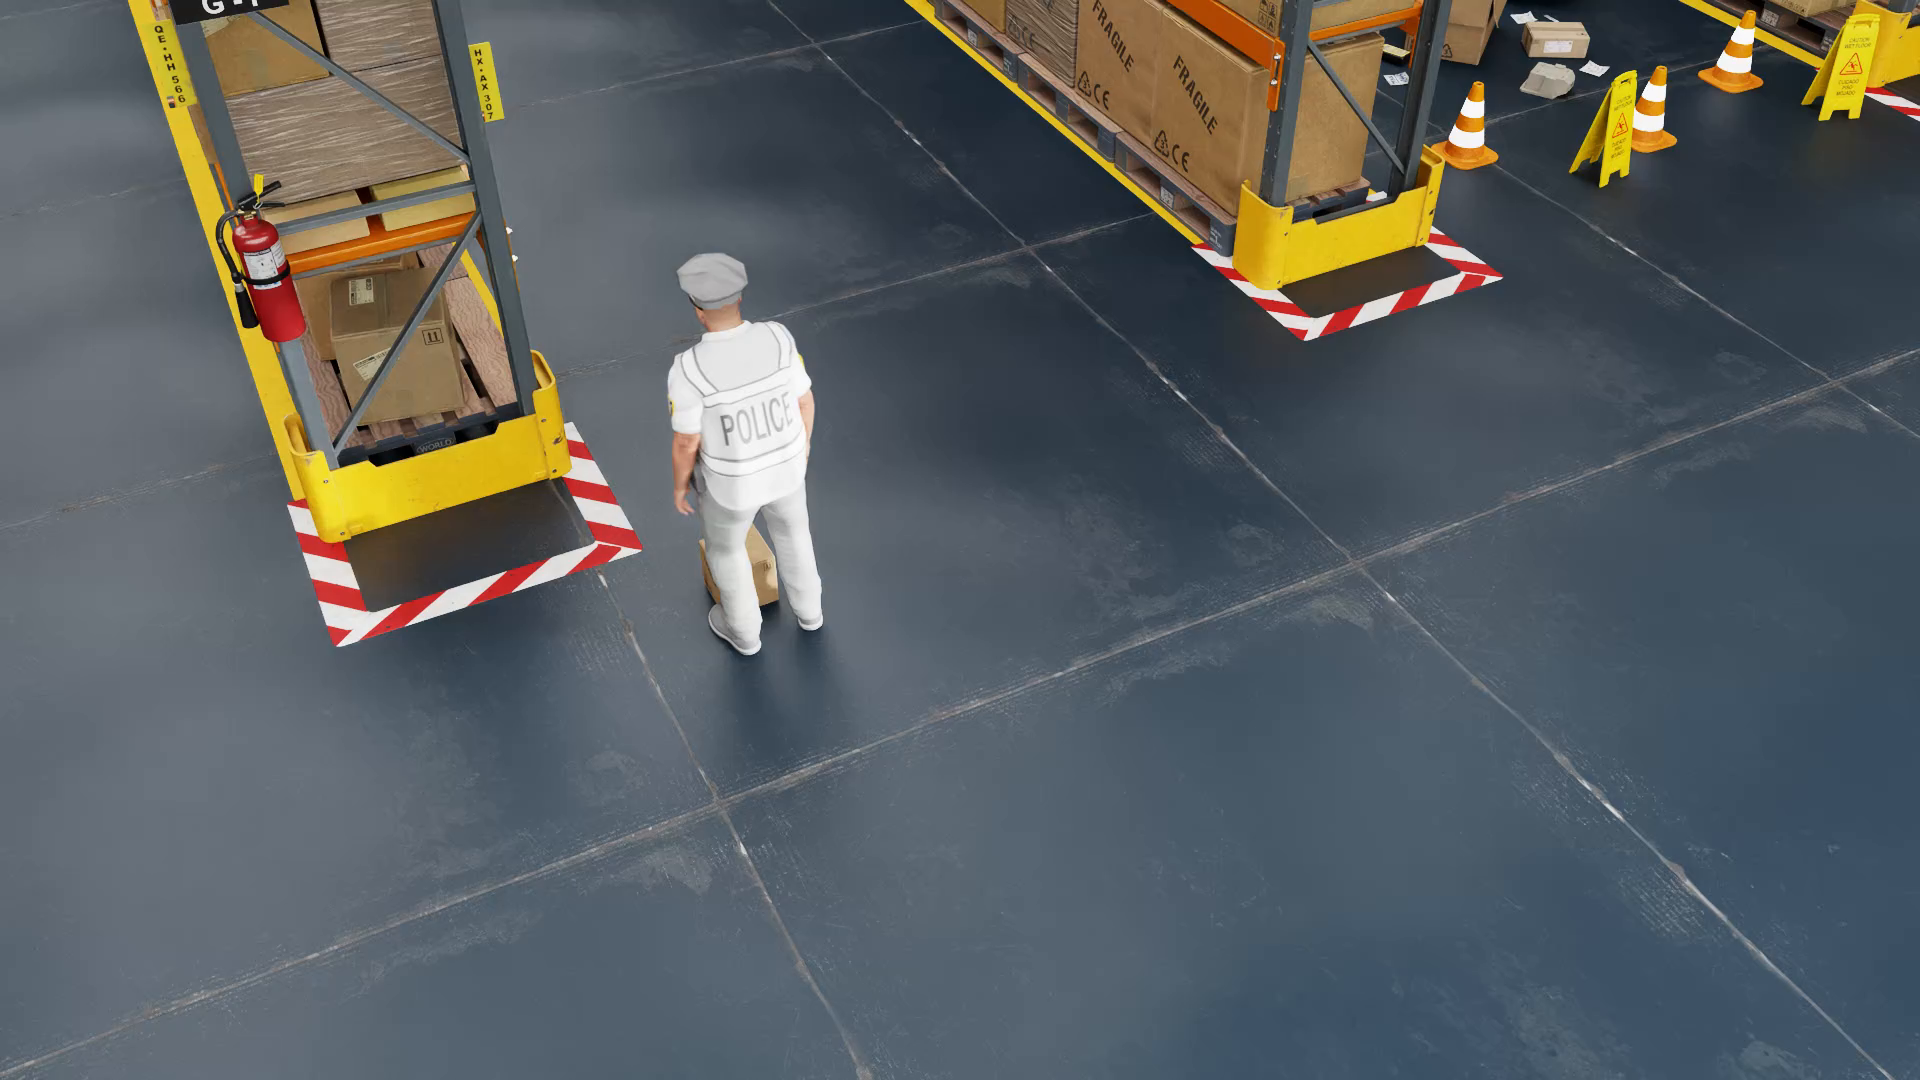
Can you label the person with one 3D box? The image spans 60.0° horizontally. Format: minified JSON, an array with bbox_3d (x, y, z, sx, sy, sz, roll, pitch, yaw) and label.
[{"bbox_3d":[-0.822,-0.277,6.469,0.605,1.751,0.428,-21,45,-22],"label":"person"}]
